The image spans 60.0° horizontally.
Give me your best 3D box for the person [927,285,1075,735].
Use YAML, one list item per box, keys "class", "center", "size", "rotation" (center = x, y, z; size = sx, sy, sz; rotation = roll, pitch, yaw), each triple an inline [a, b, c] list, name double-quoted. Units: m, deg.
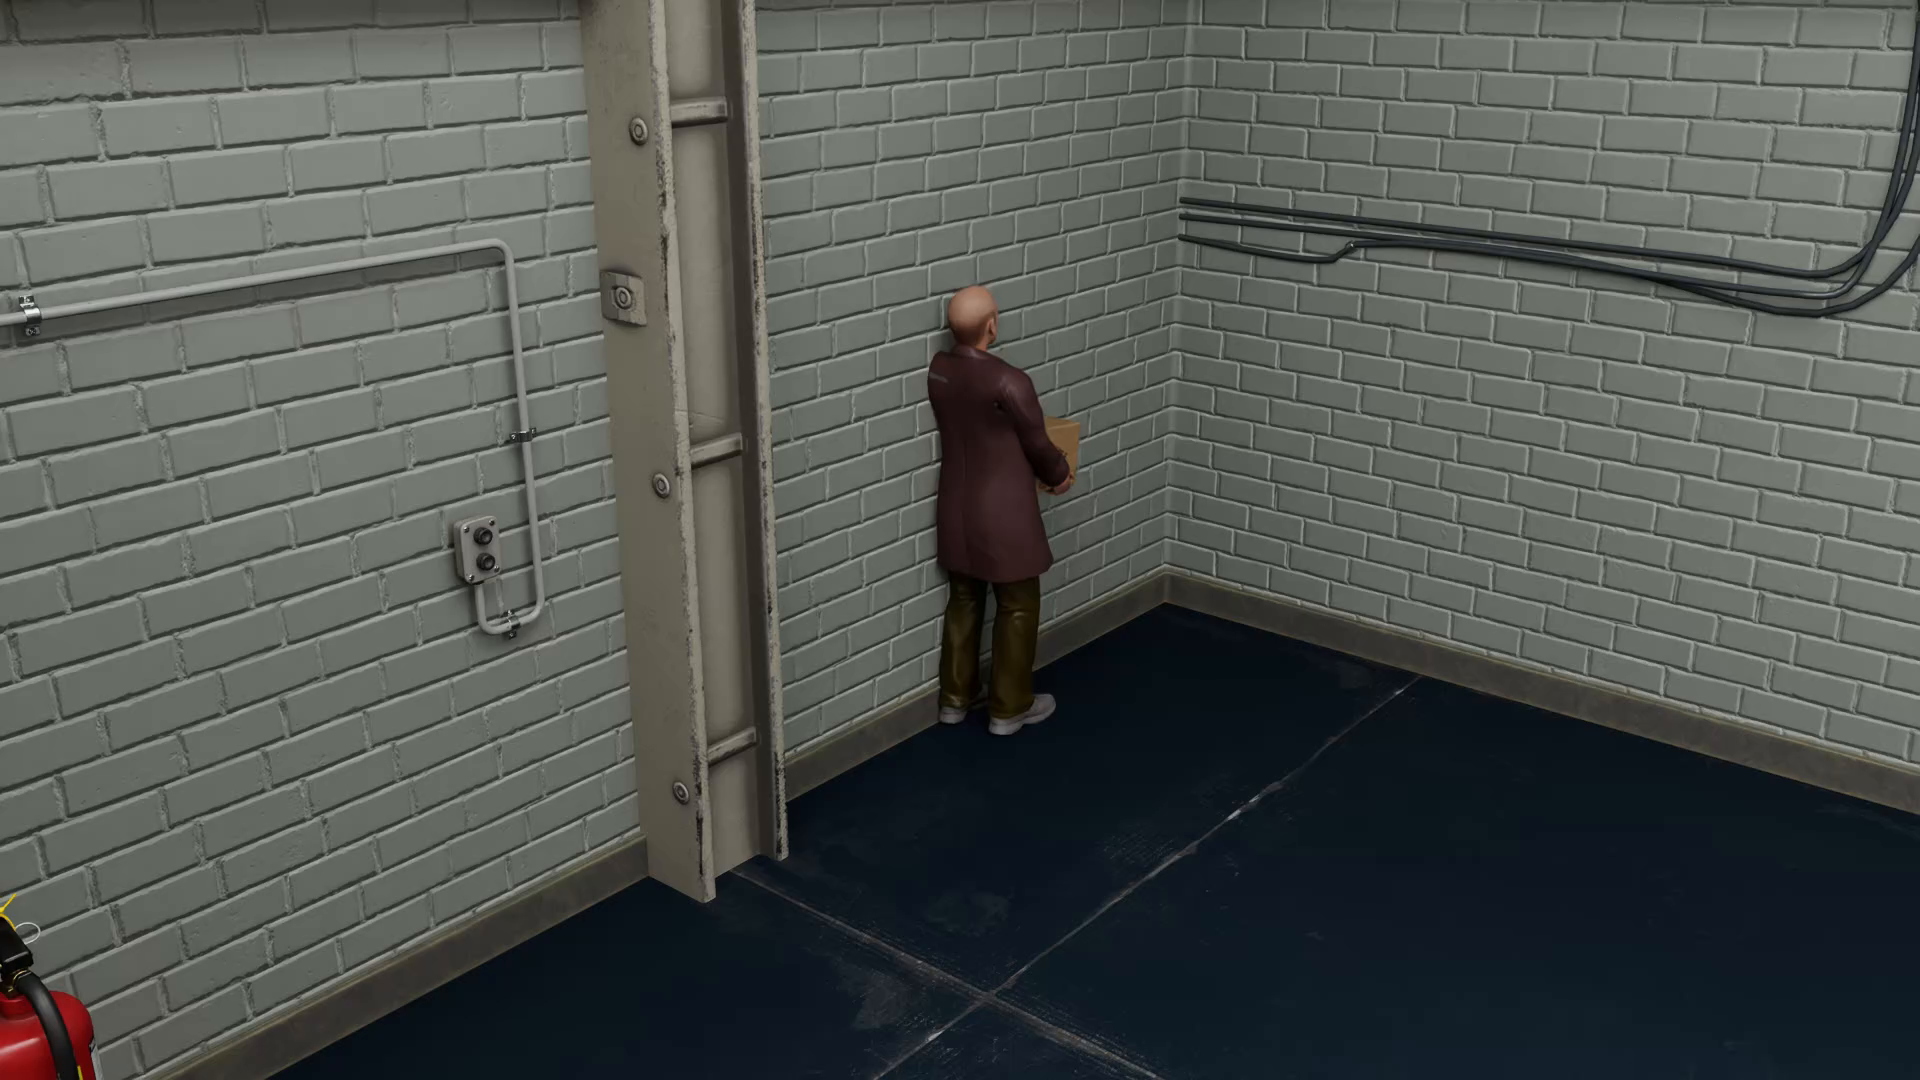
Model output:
- class: "person"
  center: [0.165, -0.132, 6.469]
  size: [0.529, 1.772, 0.552]
  rotation: [16, 25, 38]
